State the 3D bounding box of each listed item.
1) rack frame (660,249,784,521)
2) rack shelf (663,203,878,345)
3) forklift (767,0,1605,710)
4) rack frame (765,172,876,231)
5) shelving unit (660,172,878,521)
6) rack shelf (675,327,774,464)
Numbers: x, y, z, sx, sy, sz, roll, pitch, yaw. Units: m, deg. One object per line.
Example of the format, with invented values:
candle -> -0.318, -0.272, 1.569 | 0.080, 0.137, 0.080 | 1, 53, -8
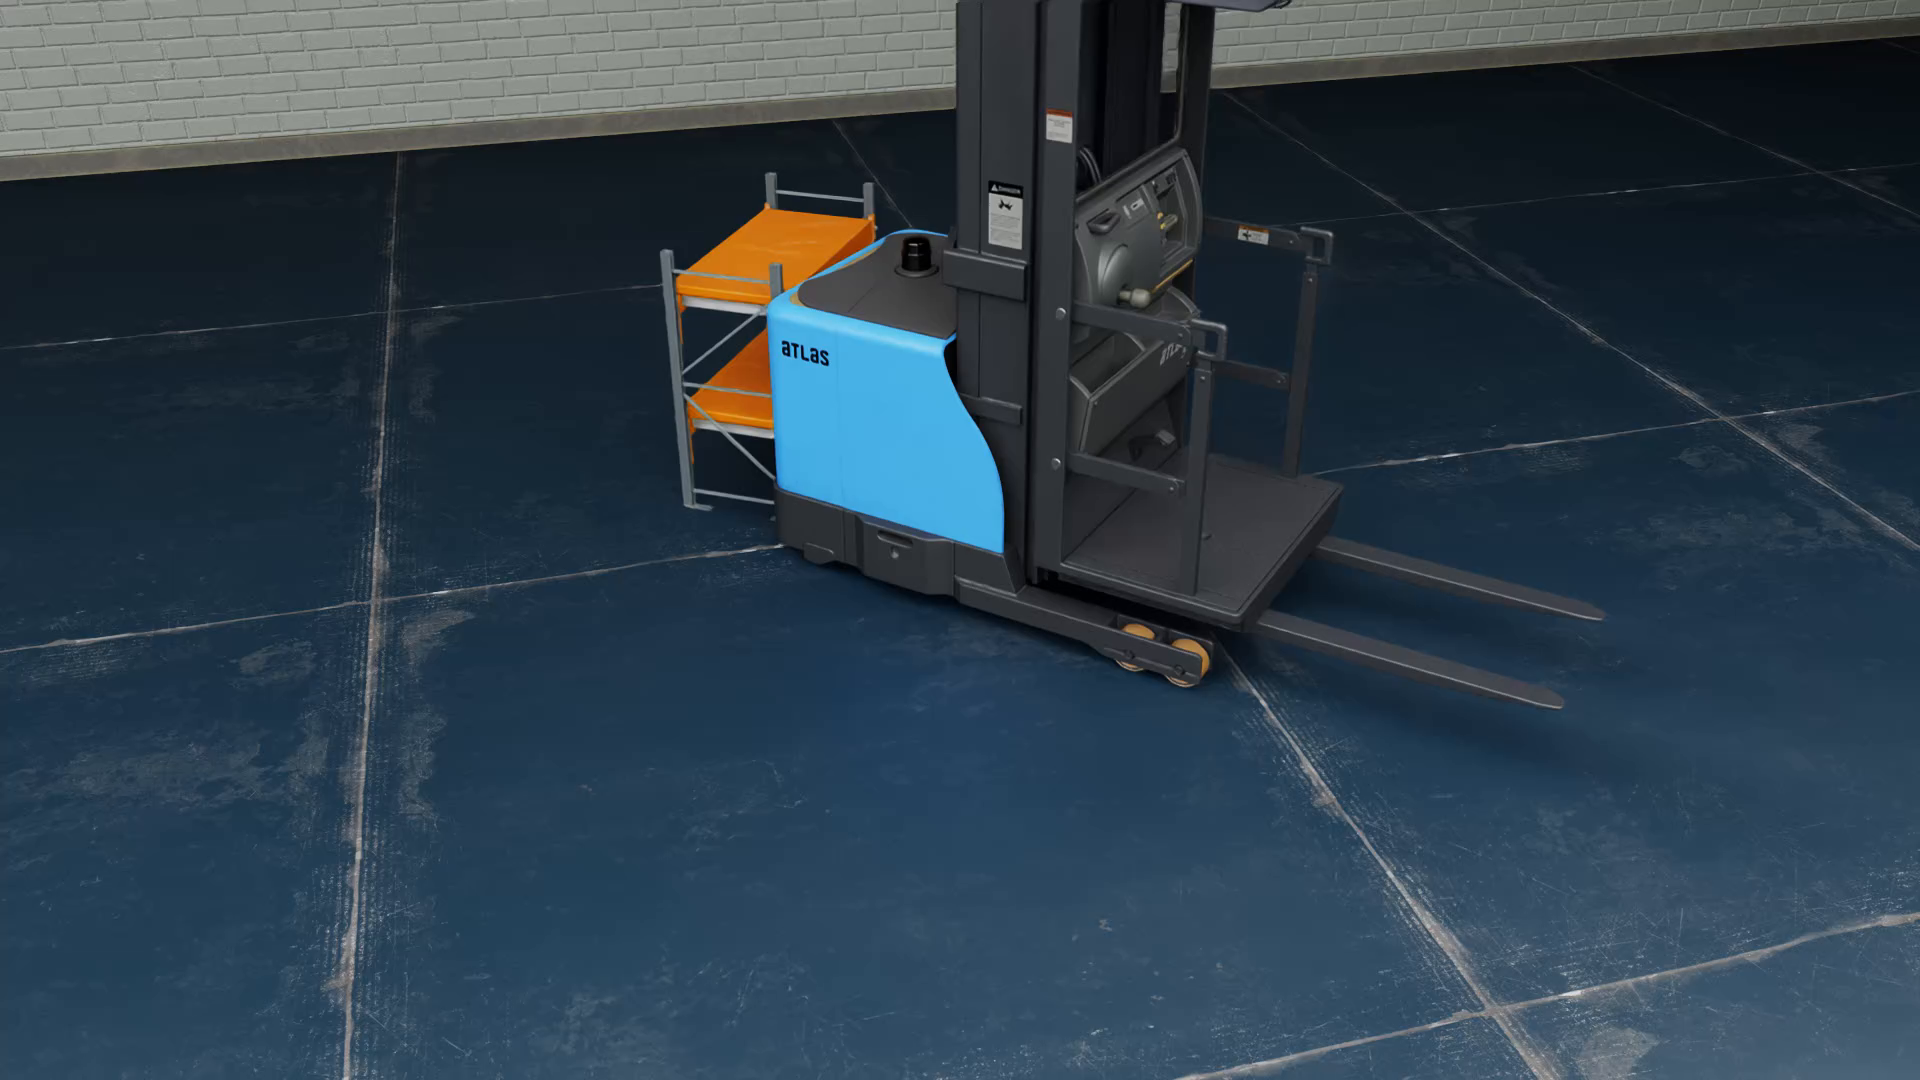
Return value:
rack frame -> -0.918, -0.597, 6.658 | 0.500, 1.125, 0.032 | 9, 31, 15
rack shelf -> -0.764, -1.093, 6.931 | 0.538, 0.278, 1.000 | 9, 31, 15
forklift -> 0.800, -1.056, 5.648 | 3.031, 2.935, 1.130 | 16, 34, 26
rack frame -> -0.610, -1.082, 7.497 | 0.500, 1.125, 0.032 | 9, 31, 15
shelving unit -> -0.764, -0.840, 7.078 | 0.538, 1.125, 1.048 | 9, 31, 15
rack shelf -> -0.764, -0.628, 7.200 | 0.538, 0.278, 1.000 | 9, 31, 15
